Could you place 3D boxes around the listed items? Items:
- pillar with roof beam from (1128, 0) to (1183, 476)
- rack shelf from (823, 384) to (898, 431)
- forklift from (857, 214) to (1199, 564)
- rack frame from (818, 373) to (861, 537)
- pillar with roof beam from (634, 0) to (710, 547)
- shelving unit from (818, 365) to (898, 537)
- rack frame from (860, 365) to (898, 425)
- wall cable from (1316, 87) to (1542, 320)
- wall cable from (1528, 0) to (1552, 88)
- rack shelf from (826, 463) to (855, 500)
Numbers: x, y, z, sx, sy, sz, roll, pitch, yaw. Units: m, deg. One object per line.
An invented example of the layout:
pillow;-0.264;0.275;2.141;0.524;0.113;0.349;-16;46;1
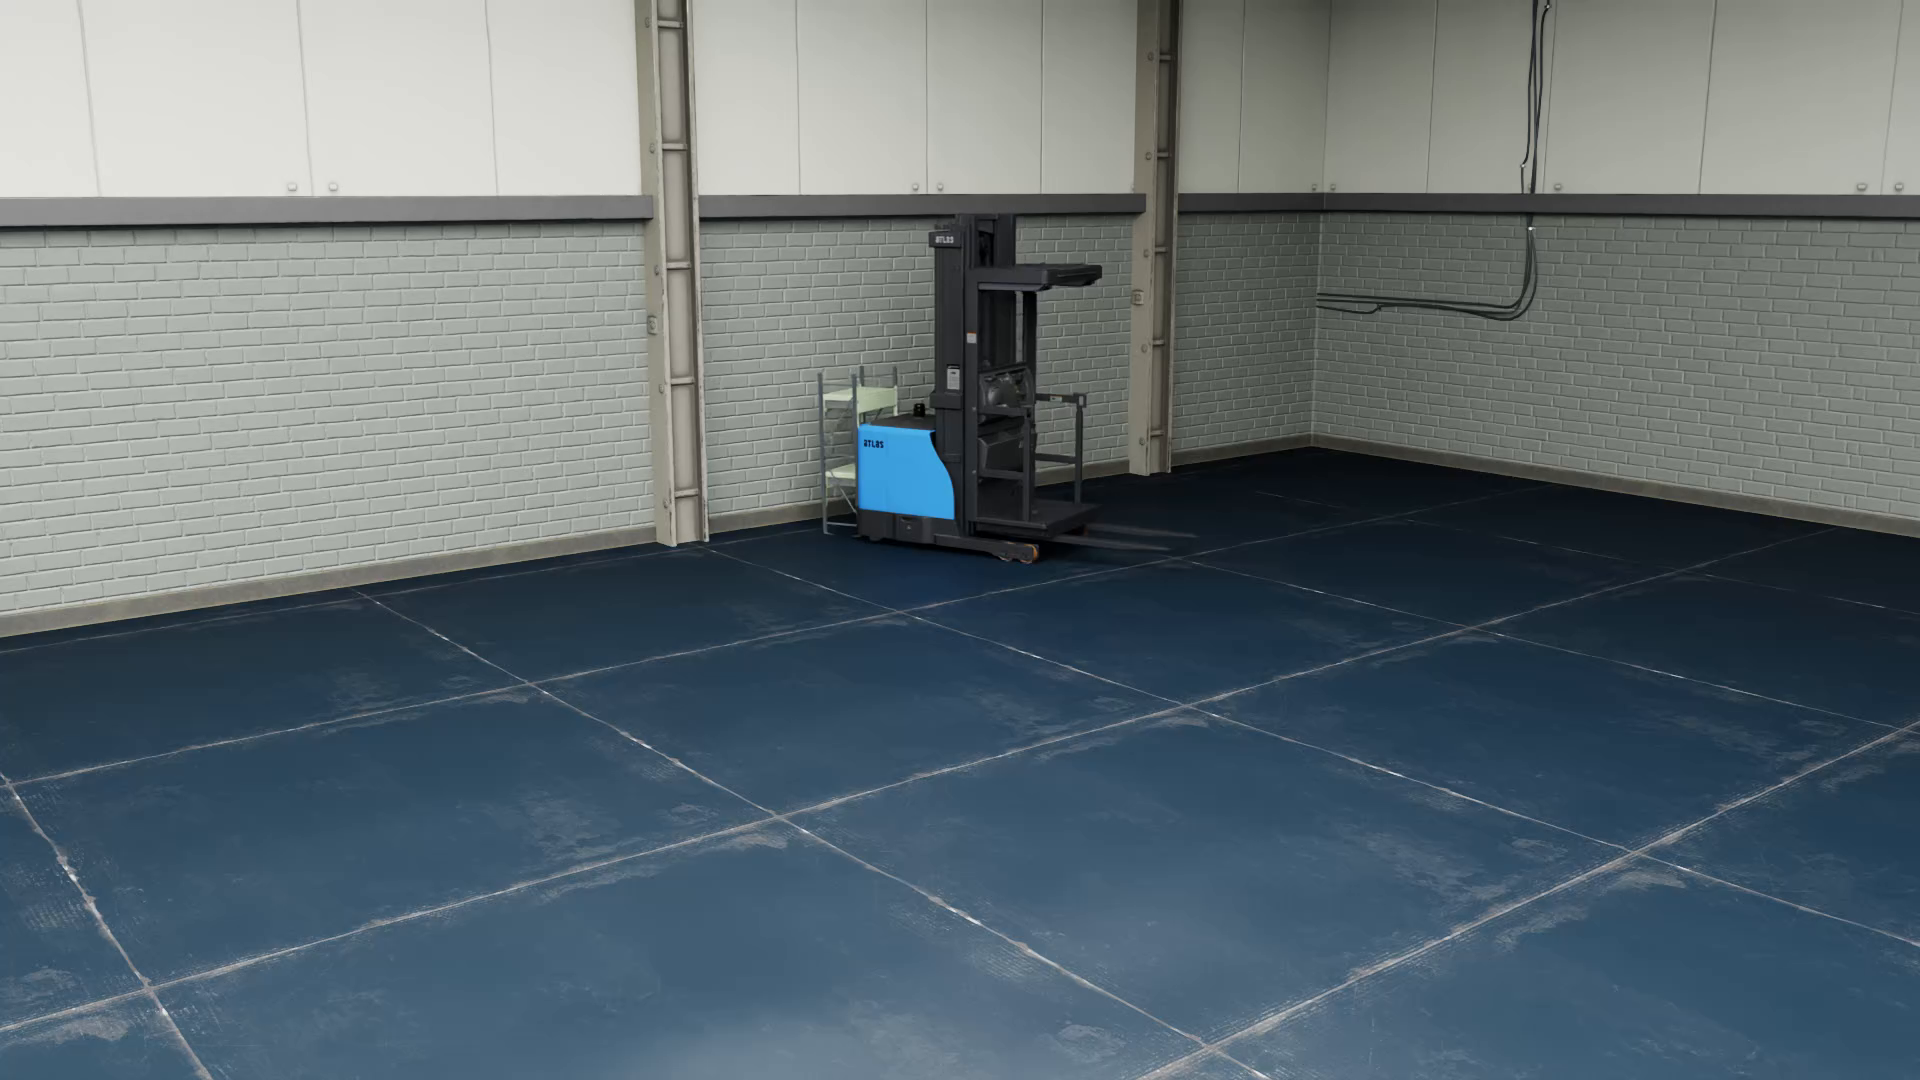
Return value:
pillar with roof beam;4.836;-4.473;14.650;0.400;9.000;9.100;-9;15;-38
rack shelf;-0.943;-1.230;15.529;0.431;0.370;0.720;5;13;28
forklift;0.593;-1.353;14.567;3.031;2.935;1.130;7;14;30
rack frame;-1.108;-0.780;15.291;0.400;1.500;0.023;5;13;28
pillar with roof beam;0.151;-3.694;10.984;0.400;9.000;9.100;-9;15;-38
shelving unit;-0.936;-0.847;15.607;0.431;1.500;0.755;5;13;28
rack frame;-0.764;-0.914;15.923;0.400;1.500;0.023;5;13;28
wall cable;5.273;-3.820;19.051;0.112;2.526;3.097;-9;15;-38
wall cable;6.963;-5.852;16.460;0.112;2.526;3.097;-9;15;-38
rack shelf;-0.930;-0.528;15.671;0.431;0.370;0.720;5;13;28
